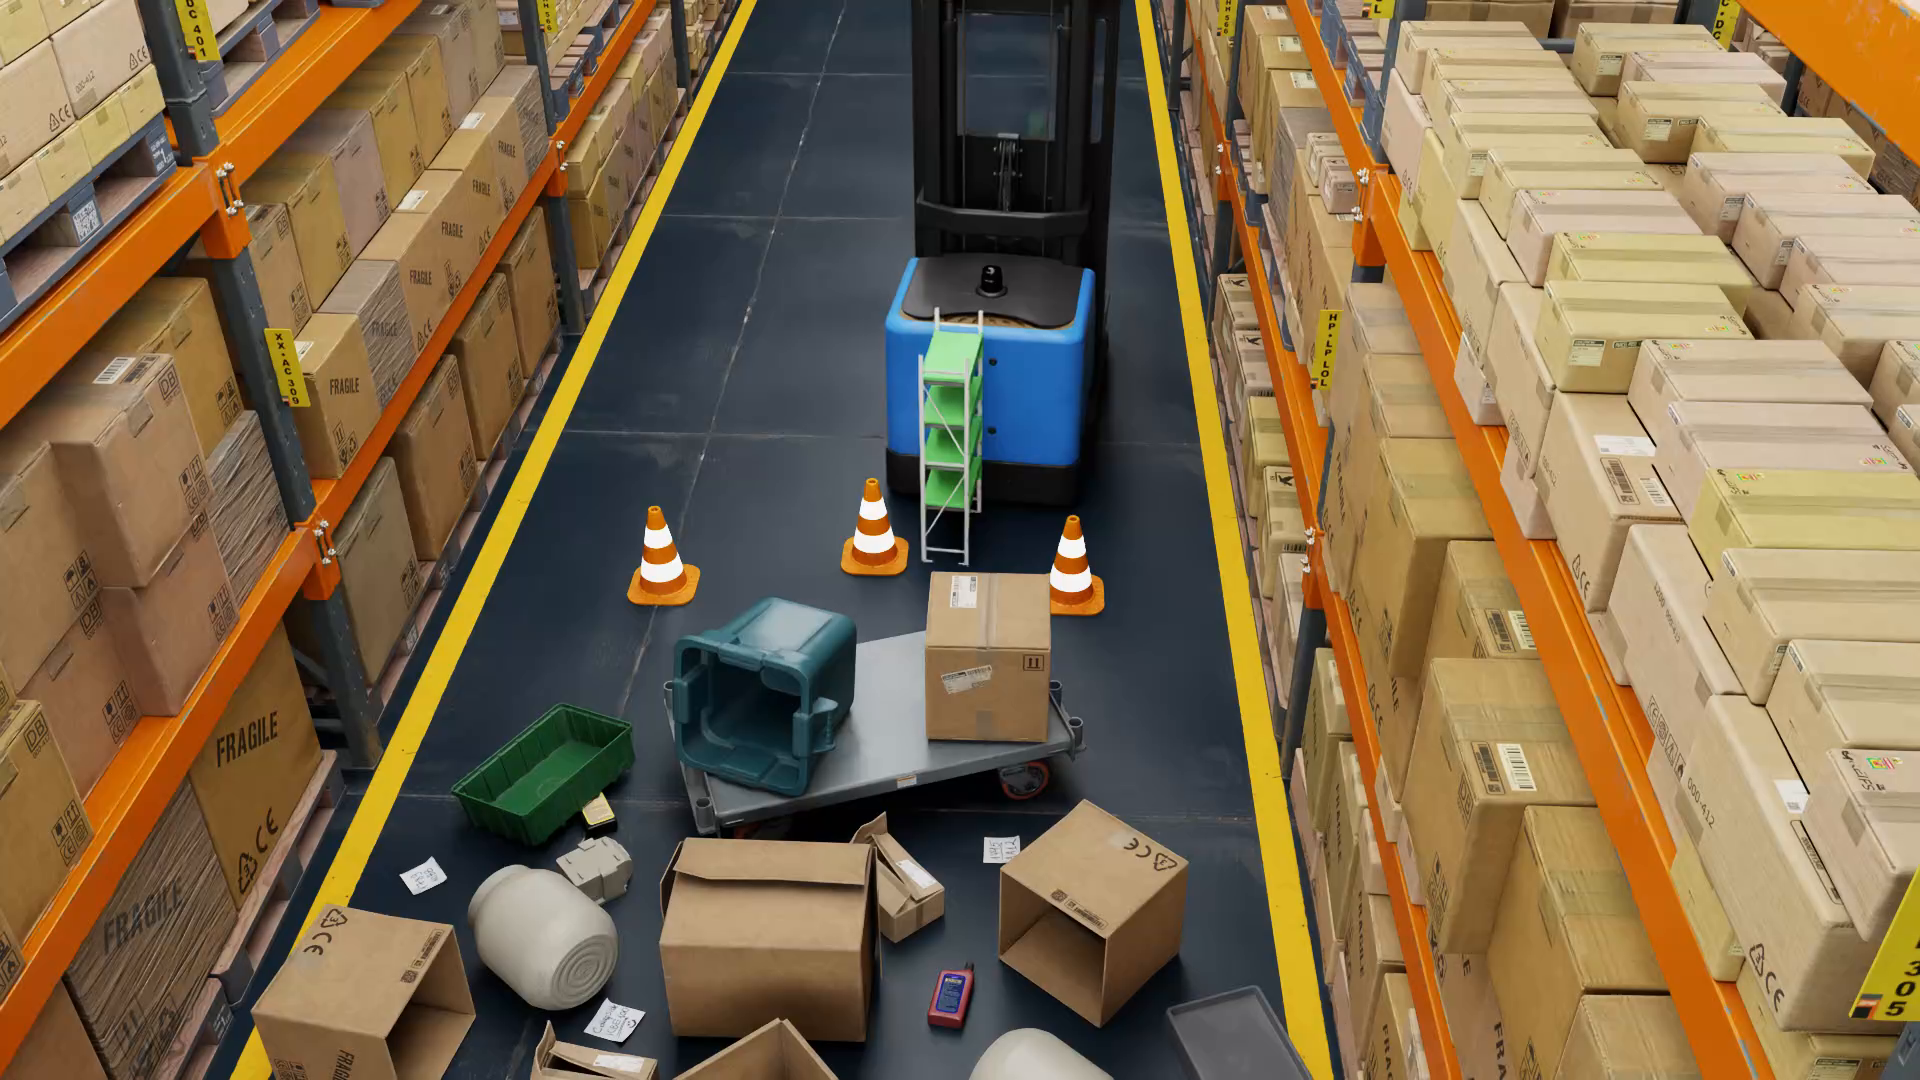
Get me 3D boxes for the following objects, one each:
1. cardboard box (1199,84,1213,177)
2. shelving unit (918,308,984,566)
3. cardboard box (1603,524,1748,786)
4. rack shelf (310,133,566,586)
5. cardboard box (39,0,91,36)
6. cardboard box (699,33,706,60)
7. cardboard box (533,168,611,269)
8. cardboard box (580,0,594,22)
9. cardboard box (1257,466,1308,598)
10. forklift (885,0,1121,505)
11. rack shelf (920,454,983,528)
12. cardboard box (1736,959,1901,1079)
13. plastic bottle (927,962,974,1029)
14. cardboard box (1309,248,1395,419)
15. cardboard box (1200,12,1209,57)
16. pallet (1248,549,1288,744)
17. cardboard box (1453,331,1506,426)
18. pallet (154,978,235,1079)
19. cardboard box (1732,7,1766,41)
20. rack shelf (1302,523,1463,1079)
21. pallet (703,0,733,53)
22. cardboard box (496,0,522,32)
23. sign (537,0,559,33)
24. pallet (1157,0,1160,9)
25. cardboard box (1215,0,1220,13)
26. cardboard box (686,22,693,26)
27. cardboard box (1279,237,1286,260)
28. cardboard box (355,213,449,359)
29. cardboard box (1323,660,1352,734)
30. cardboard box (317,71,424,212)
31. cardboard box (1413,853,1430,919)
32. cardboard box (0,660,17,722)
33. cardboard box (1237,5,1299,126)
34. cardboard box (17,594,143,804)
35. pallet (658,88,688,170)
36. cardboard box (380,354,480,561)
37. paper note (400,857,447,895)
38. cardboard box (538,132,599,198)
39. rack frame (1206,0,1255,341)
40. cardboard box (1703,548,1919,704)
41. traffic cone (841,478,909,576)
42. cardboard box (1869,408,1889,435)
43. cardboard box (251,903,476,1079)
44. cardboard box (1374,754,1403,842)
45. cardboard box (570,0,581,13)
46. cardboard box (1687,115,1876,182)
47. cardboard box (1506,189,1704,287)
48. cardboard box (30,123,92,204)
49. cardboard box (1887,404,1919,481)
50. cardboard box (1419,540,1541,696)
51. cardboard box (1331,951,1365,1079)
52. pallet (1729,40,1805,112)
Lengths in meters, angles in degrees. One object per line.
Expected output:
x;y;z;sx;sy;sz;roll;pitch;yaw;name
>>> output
2.247;-3.228;12.163;0.875;0.875;0.875;2;35;3;cardboard box
-0.041;-0.510;8.378;0.258;1.200;0.503;5;35;7;shelving unit
1.525;0.215;3.044;0.500;0.250;0.500;1;35;1;cardboard box
-2.971;-1.117;8.303;1.077;0.370;4.000;1;35;2;rack shelf
-2.757;-1.563;4.776;0.380;0.149;0.250;1;35;2;cardboard box
-2.383;-4.219;14.204;0.380;0.149;0.250;2;35;3;cardboard box
-2.607;-2.110;10.899;0.500;0.500;0.500;0;35;0;cardboard box
-2.632;-3.499;10.920;0.380;0.149;0.250;2;35;3;cardboard box
1.943;-0.018;8.032;0.950;0.372;0.625;3;35;5;cardboard box
0.323;-2.222;9.308;1.130;2.935;3.031;5;35;7;forklift
-0.041;-0.261;8.553;0.258;0.148;0.480;5;35;7;rack shelf
1.473;0.756;2.621;0.380;0.149;0.250;1;35;2;cardboard box
-0.027;1.694;6.232;0.133;0.061;0.283;7;36;10;plastic bottle
1.688;-0.812;6.531;0.500;0.500;0.500;1;35;1;cardboard box
1.862;-3.323;10.945;0.500;0.250;0.500;1;35;1;cardboard box
1.929;0.487;7.819;1.003;0.211;1.213;1;35;2;pallet
1.502;-0.419;4.293;0.380;0.149;0.250;1;35;1;cardboard box
-3.206;2.016;5.644;1.003;0.211;1.213;1;35;2;pallet
7.107;-4.702;14.585;0.700;0.500;0.500;0;35;0;cardboard box
1.819;1.237;4.953;1.077;0.370;4.000;1;35;2;rack shelf
-2.692;-4.807;15.353;1.003;0.211;1.213;1;35;2;pallet
-2.678;-3.137;9.886;0.380;0.149;0.250;1;35;2;cardboard box
-2.336;-3.024;9.382;0.100;0.325;0.005;1;35;2;sign
2.427;-5.499;16.336;1.003;0.211;1.213;1;35;2;pallet
1.832;-3.553;10.185;0.500;0.500;0.500;2;35;3;cardboard box
-2.475;-4.334;14.110;0.380;0.149;0.250;2;35;2;cardboard box
1.748;-1.464;8.023;0.380;0.149;0.250;2;35;3;cardboard box
-2.719;-1.177;7.674;0.500;0.500;0.500;1;35;2;cardboard box
1.541;0.578;6.075;0.380;0.149;0.250;2;35;3;cardboard box
-2.976;-1.874;7.797;0.700;0.500;0.500;1;35;1;cardboard box
1.573;0.745;4.681;0.500;0.500;0.500;2;35;2;cardboard box
-3.178;0.376;4.483;0.875;0.550;0.500;1;35;2;cardboard box
1.811;-2.586;9.055;0.500;0.500;0.500;0;35;1;cardboard box
-3.193;0.512;5.228;0.875;0.550;0.550;1;35;2;cardboard box
-2.759;-3.271;13.166;1.003;0.211;1.213;1;35;2;pallet
-3.073;-0.427;8.286;1.050;0.750;0.750;1;35;2;cardboard box
-2.173;1.359;6.735;0.147;0.020;0.142;-24;42;-30;paper note
-2.621;-2.407;10.669;0.500;0.250;0.500;0;35;0;cardboard box
2.060;-2.505;9.651;1.000;3.000;0.127;1;35;2;rack frame
1.498;0.146;2.796;0.380;0.149;0.250;1;35;1;cardboard box
-0.437;-0.103;8.440;0.336;0.463;0.334;1;35;2;traffic cone
2.051;-0.065;3.443;0.500;0.250;0.500;2;35;3;cardboard box
-2.088;1.675;5.876;0.500;0.500;0.500;7;36;10;cardboard box
1.505;0.805;5.160;0.380;0.149;0.250;1;35;2;cardboard box
-2.644;-3.479;10.632;0.380;0.149;0.250;1;35;2;cardboard box
2.192;-1.019;4.454;0.380;0.149;0.250;2;35;3;cardboard box
1.563;-0.734;4.048;0.380;0.149;0.250;1;35;1;cardboard box
-2.765;-1.090;4.795;0.380;0.149;0.250;2;35;3;cardboard box
2.021;-0.133;3.192;0.380;0.149;0.250;1;35;2;cardboard box
1.645;0.352;4.371;0.700;0.500;0.500;1;35;2;cardboard box
1.577;1.691;5.707;0.500;0.250;0.500;1;35;1;cardboard box
7.209;-3.944;14.124;1.003;0.211;1.213;1;35;2;pallet
